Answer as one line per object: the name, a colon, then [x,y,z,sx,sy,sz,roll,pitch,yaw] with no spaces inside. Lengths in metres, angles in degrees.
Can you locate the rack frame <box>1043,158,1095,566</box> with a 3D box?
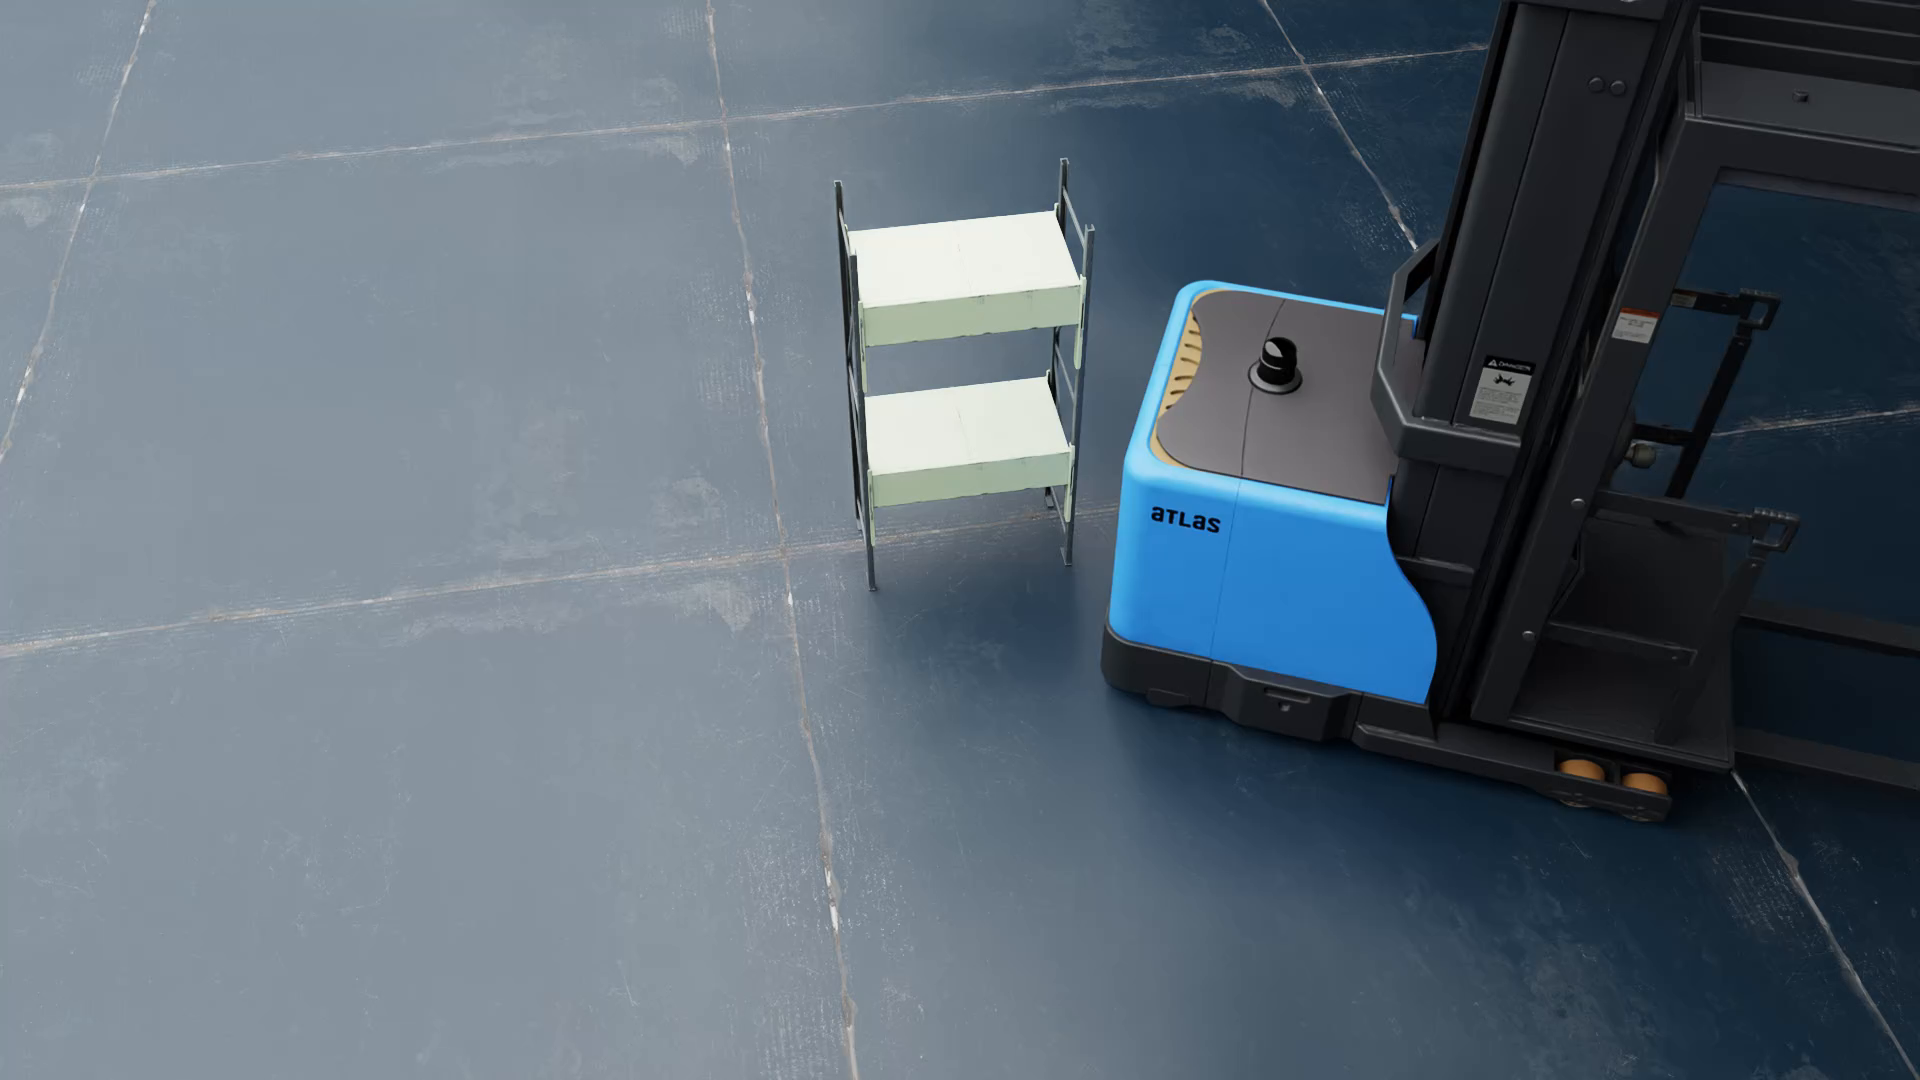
rack frame: [0.367,-0.566,5.754,0.023,1.500,0.400,-7,46,-7]

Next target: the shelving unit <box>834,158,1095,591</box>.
shelving unit: [0.007,-0.521,5.711,0.755,1.500,0.431,-7,46,-7]

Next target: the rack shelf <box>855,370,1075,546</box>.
rack shelf: [0.007,-0.295,5.945,0.720,0.370,0.431,-7,46,-7]

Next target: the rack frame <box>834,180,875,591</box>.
rack frame: [-0.354,-0.476,5.667,0.023,1.500,0.400,-7,46,-7]

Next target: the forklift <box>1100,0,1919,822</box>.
forklift: [2.060,-0.539,4.734,3.031,2.935,1.130,12,47,11]

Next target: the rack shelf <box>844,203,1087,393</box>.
rack shelf: [0.007,-0.792,5.430,0.720,0.370,0.431,-7,46,-7]
